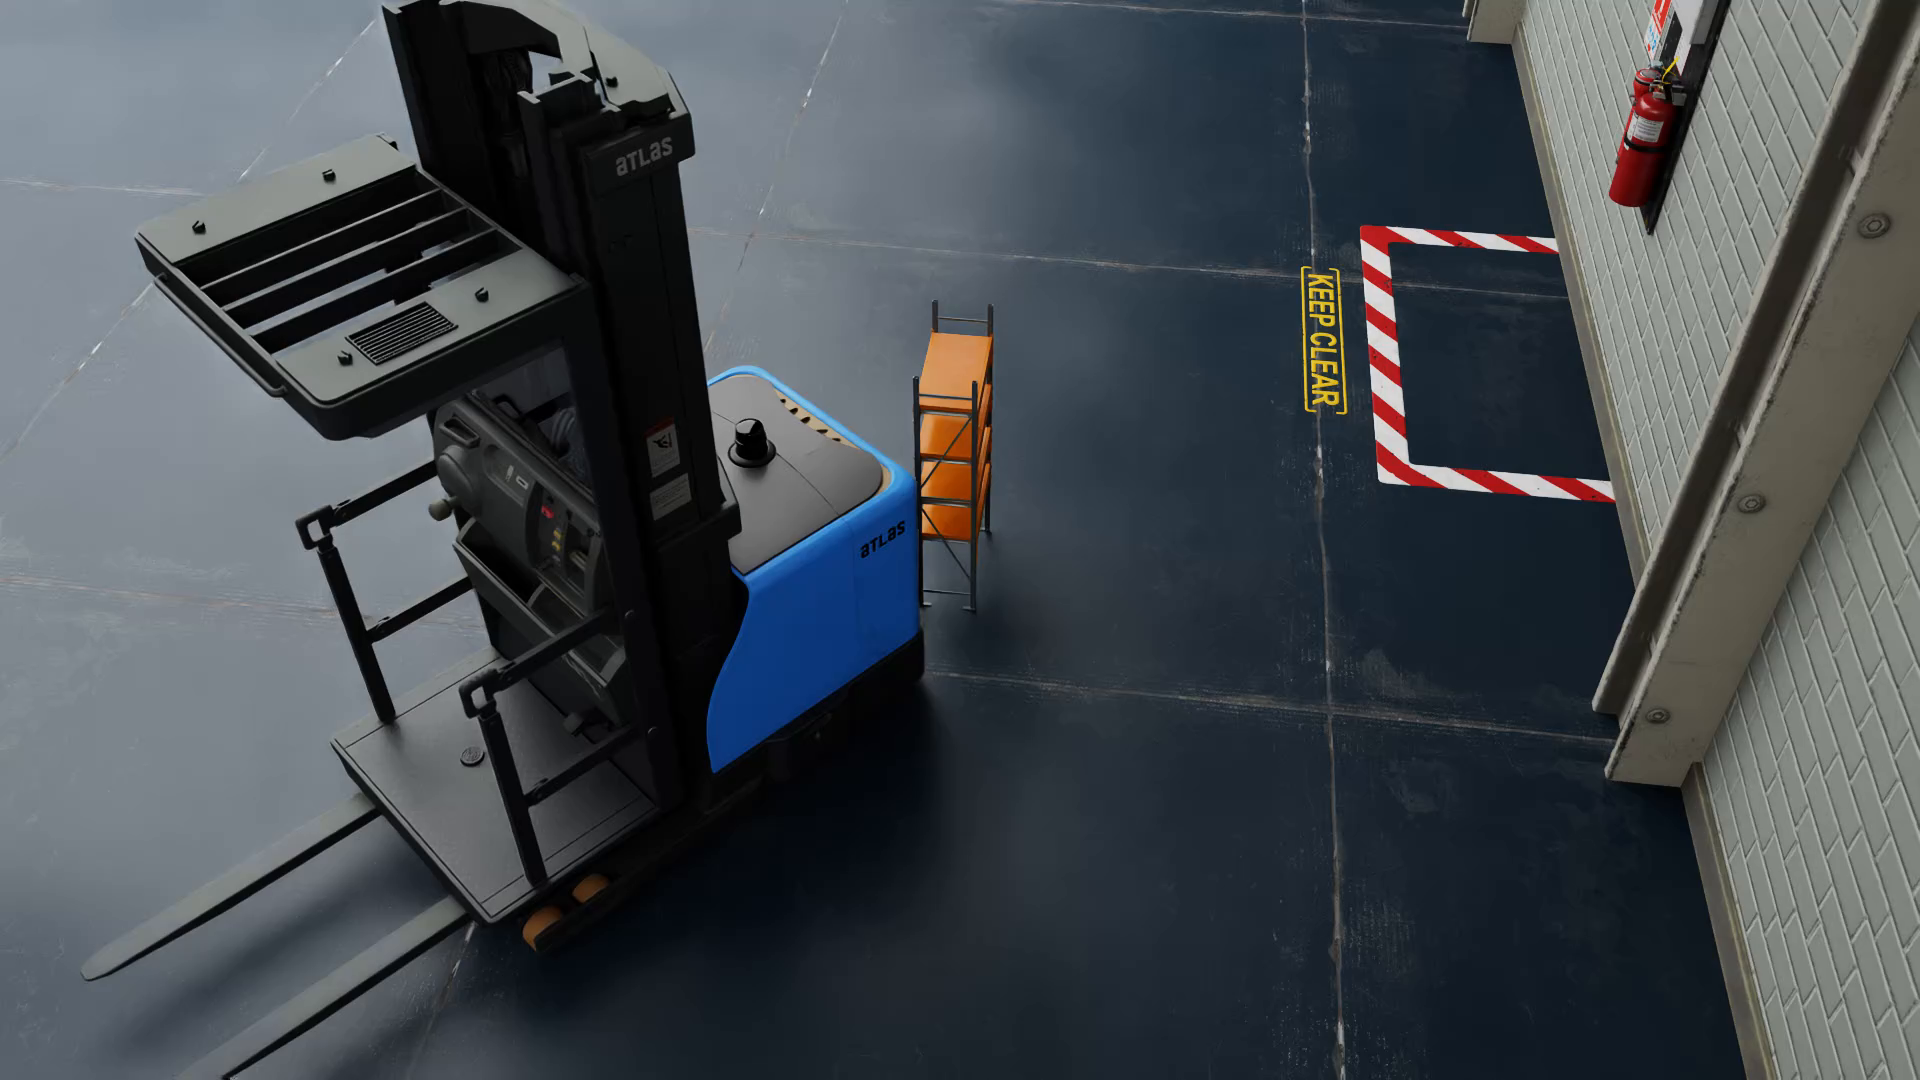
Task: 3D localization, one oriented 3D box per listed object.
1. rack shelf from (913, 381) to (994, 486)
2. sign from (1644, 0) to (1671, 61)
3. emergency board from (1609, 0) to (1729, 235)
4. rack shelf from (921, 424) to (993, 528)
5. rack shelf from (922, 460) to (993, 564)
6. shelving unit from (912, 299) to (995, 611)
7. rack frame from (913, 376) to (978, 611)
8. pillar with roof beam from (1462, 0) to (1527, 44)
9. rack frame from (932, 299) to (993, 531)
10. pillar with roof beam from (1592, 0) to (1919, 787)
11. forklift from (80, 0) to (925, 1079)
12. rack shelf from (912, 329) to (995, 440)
[{"bbox_3d":[-0.022,-0.436,6.611,0.258,0.148,0.480,5,44,6],"label":"rack shelf"},{"bbox_3d":[3.166,-2.365,7.541,0.001,0.329,0.234,5,44,6],"label":"sign"},{"bbox_3d":[2.990,-1.985,7.165,0.194,1.169,0.643,5,44,6],"label":"emergency board"},{"bbox_3d":[-0.022,-0.274,6.765,0.258,0.148,0.480,5,44,6],"label":"rack shelf"},{"bbox_3d":[-0.022,-0.130,6.901,0.258,0.148,0.480,5,44,6],"label":"rack shelf"},{"bbox_3d":[-0.022,-0.323,6.718,0.258,1.200,0.503,5,44,6],"label":"shelving unit"},{"bbox_3d":[-0.054,-0.157,6.543,0.240,1.200,0.015,5,44,6],"label":"rack frame"},{"bbox_3d":[-0.848,-6.963,8.059,9.100,9.000,0.400,5,44,6],"label":"pillar with roof beam"},{"bbox_3d":[0.010,-0.489,6.894,0.240,1.200,0.015,5,44,6],"label":"rack frame"},{"bbox_3d":[-1.641,-2.874,3.740,9.100,9.000,0.400,5,44,6],"label":"pillar with roof beam"},{"bbox_3d":[-1.556,-0.047,5.168,3.031,2.935,1.130,-33,53,-30],"label":"forklift"},{"bbox_3d":[-0.022,-0.608,6.448,0.258,0.148,0.480,5,44,6],"label":"rack shelf"}]
